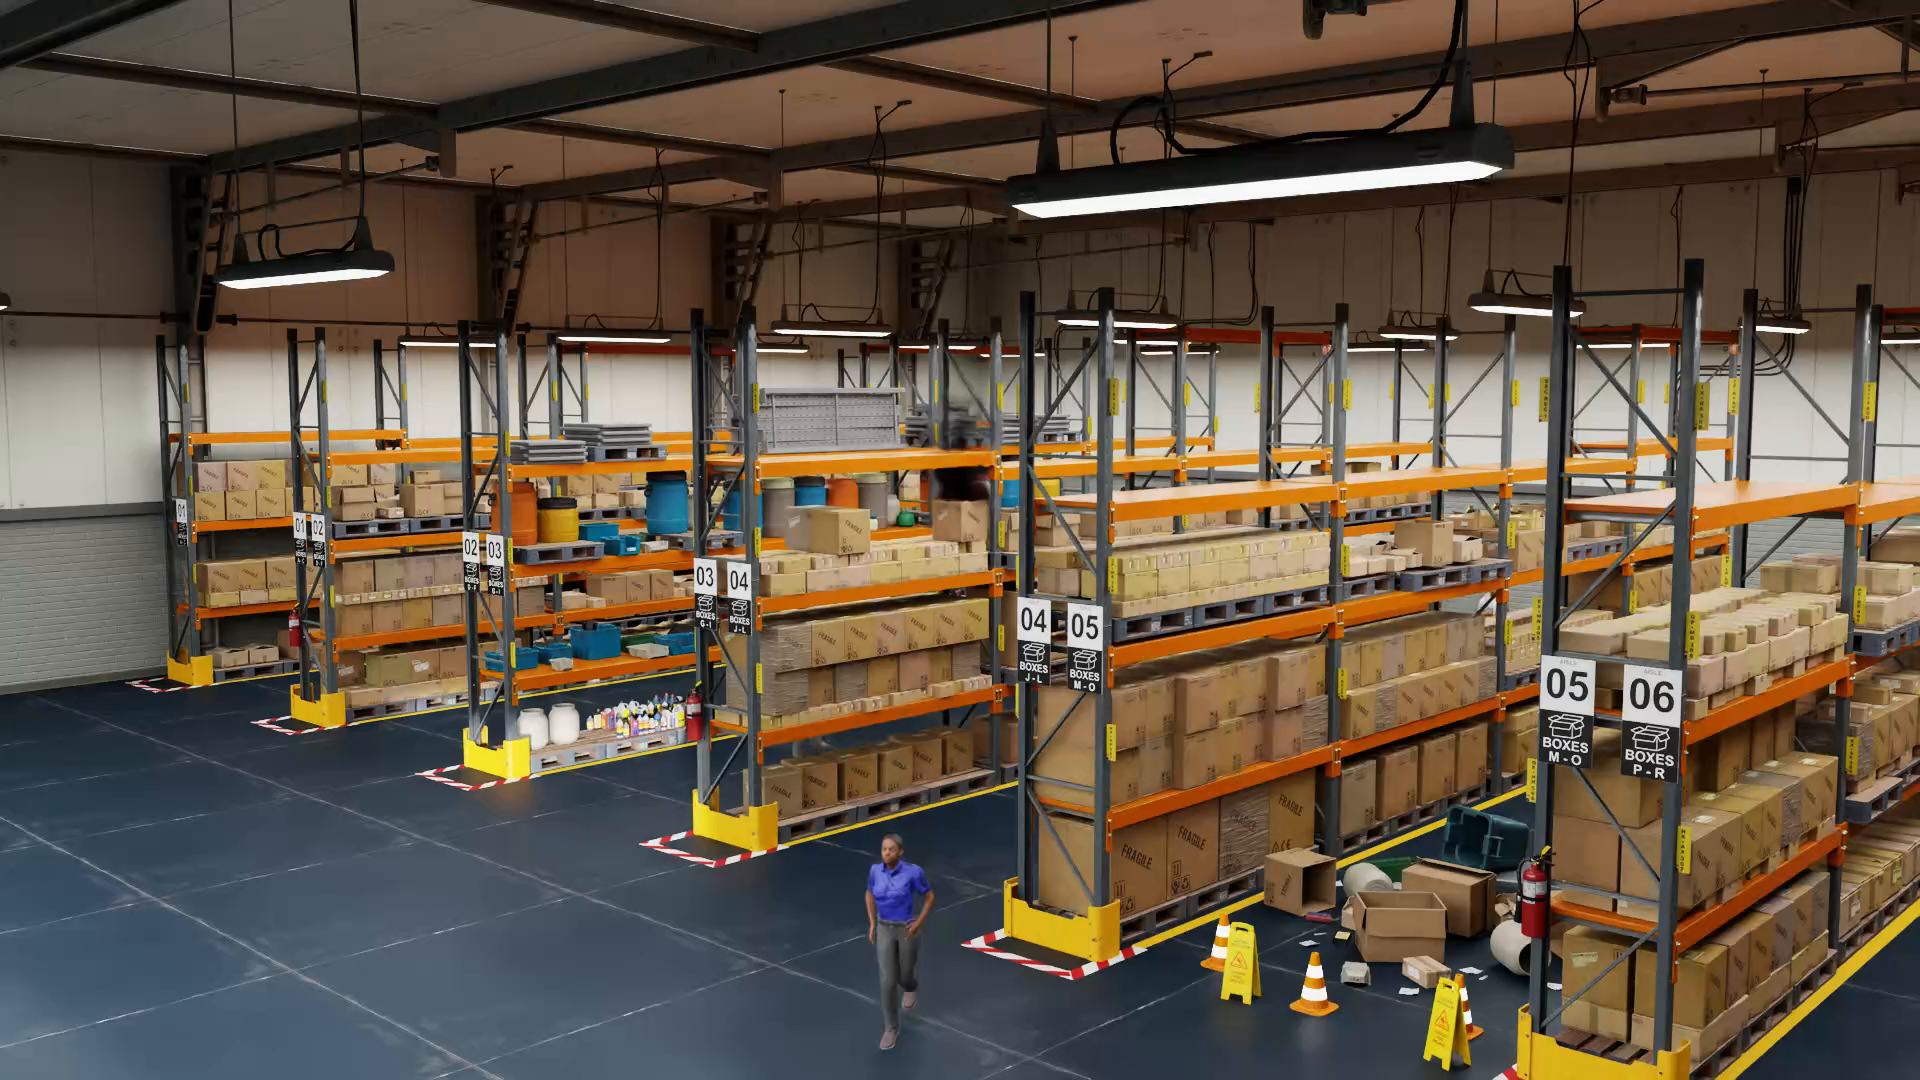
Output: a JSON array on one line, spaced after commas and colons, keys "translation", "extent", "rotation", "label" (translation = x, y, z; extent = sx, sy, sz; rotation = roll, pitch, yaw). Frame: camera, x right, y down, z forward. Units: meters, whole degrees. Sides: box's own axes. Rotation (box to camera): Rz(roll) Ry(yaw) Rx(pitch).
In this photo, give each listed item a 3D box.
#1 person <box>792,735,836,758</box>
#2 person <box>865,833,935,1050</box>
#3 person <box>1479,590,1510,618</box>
[{"translation": [-1.947, 2.289, 21.662], "extent": [0.624, 1.669, 0.856], "rotation": [5, 7, 42], "label": "person"}, {"translation": [-0.474, 3.119, 13.215], "extent": [0.578, 1.663, 0.749], "rotation": [1, 5, 11], "label": "person"}, {"translation": [9.650, 1.561, 29.960], "extent": [0.675, 1.706, 0.678], "rotation": [0, 5, 3], "label": "person"}]
